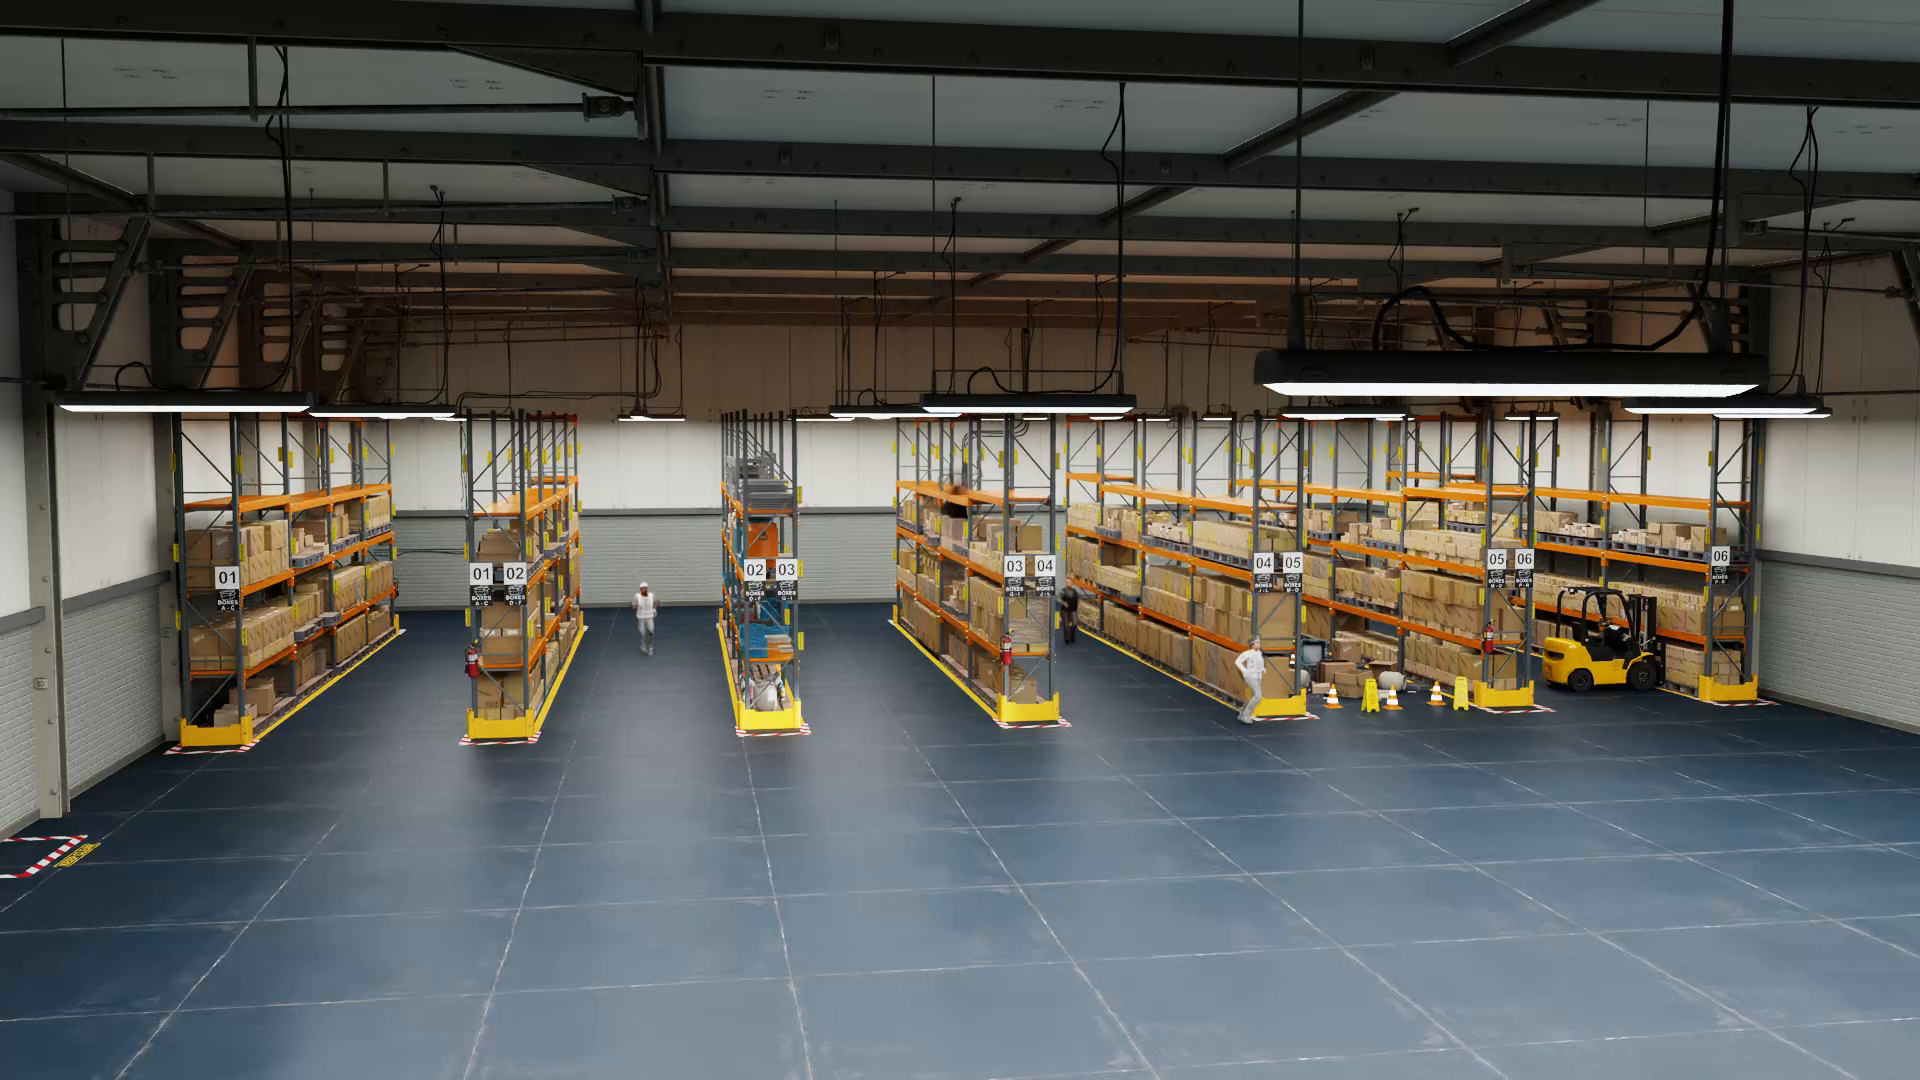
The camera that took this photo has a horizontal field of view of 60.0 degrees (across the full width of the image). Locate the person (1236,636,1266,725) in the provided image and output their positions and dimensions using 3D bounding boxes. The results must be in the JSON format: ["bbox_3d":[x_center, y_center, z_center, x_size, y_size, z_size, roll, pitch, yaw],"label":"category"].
[{"bbox_3d":[5.617,2.670,31.800,0.646,1.690,0.572,-4,5,-43],"label":"person"}]

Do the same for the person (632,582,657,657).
[{"bbox_3d":[-7.803,1.967,41.189,0.656,1.844,0.782,-1,4,-15],"label":"person"}]

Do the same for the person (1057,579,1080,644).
[{"bbox_3d":[2.837,1.860,43.166,0.640,1.696,0.665,-1,4,-8],"label":"person"}]

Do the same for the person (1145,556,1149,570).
[{"bbox_3d":[5.721,1.348,50.377,0.747,1.740,0.638,0,4,-4],"label":"person"}]
